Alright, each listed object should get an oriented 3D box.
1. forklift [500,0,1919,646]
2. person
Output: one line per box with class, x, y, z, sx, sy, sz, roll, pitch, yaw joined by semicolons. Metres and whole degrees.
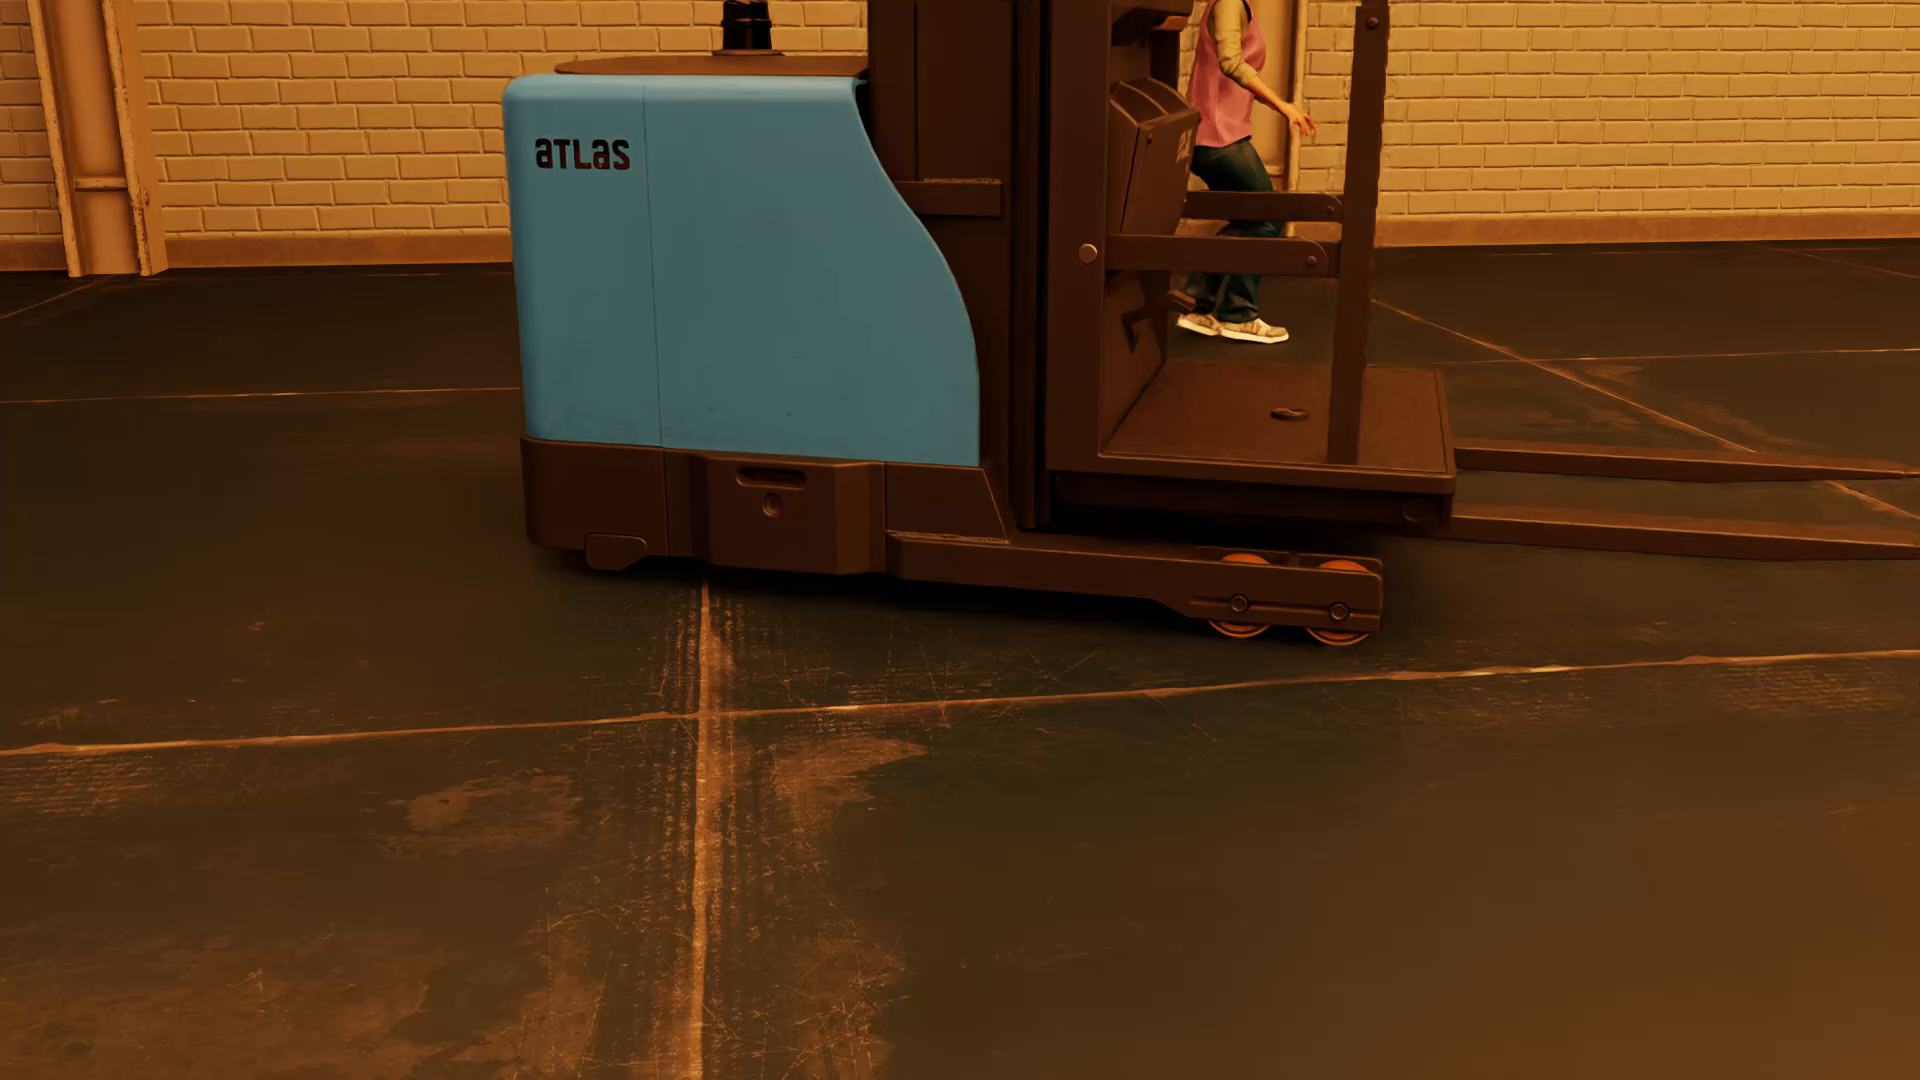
forklift;0.600;-1.364;3.412;3.031;2.935;1.130;4;17;13
person;1.124;-1.514;6.400;0.600;1.546;0.656;0;17;-1
